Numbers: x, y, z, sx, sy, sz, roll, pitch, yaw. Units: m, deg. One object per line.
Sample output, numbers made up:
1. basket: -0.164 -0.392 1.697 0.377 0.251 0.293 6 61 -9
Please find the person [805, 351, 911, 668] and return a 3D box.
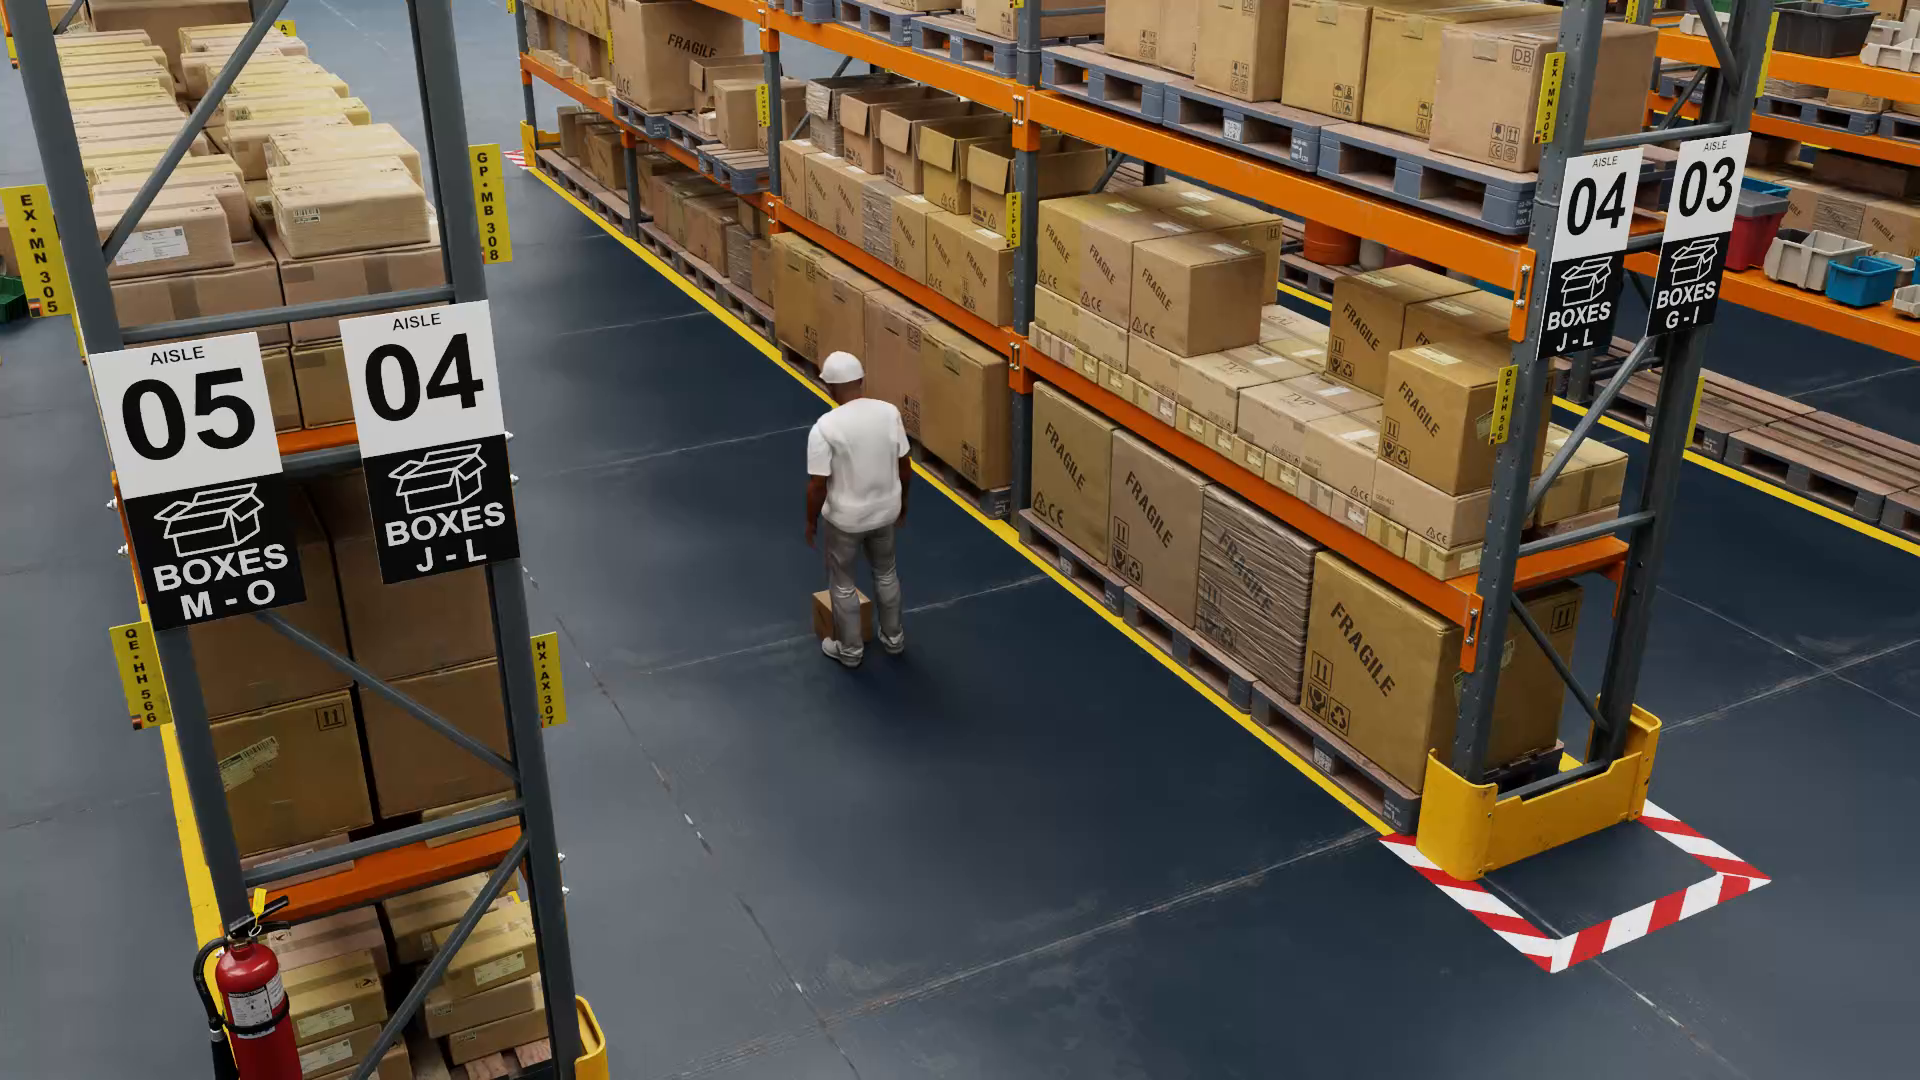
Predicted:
1. person: -0.553 -0.158 8.928 0.628 1.755 0.461 -14 29 -28
